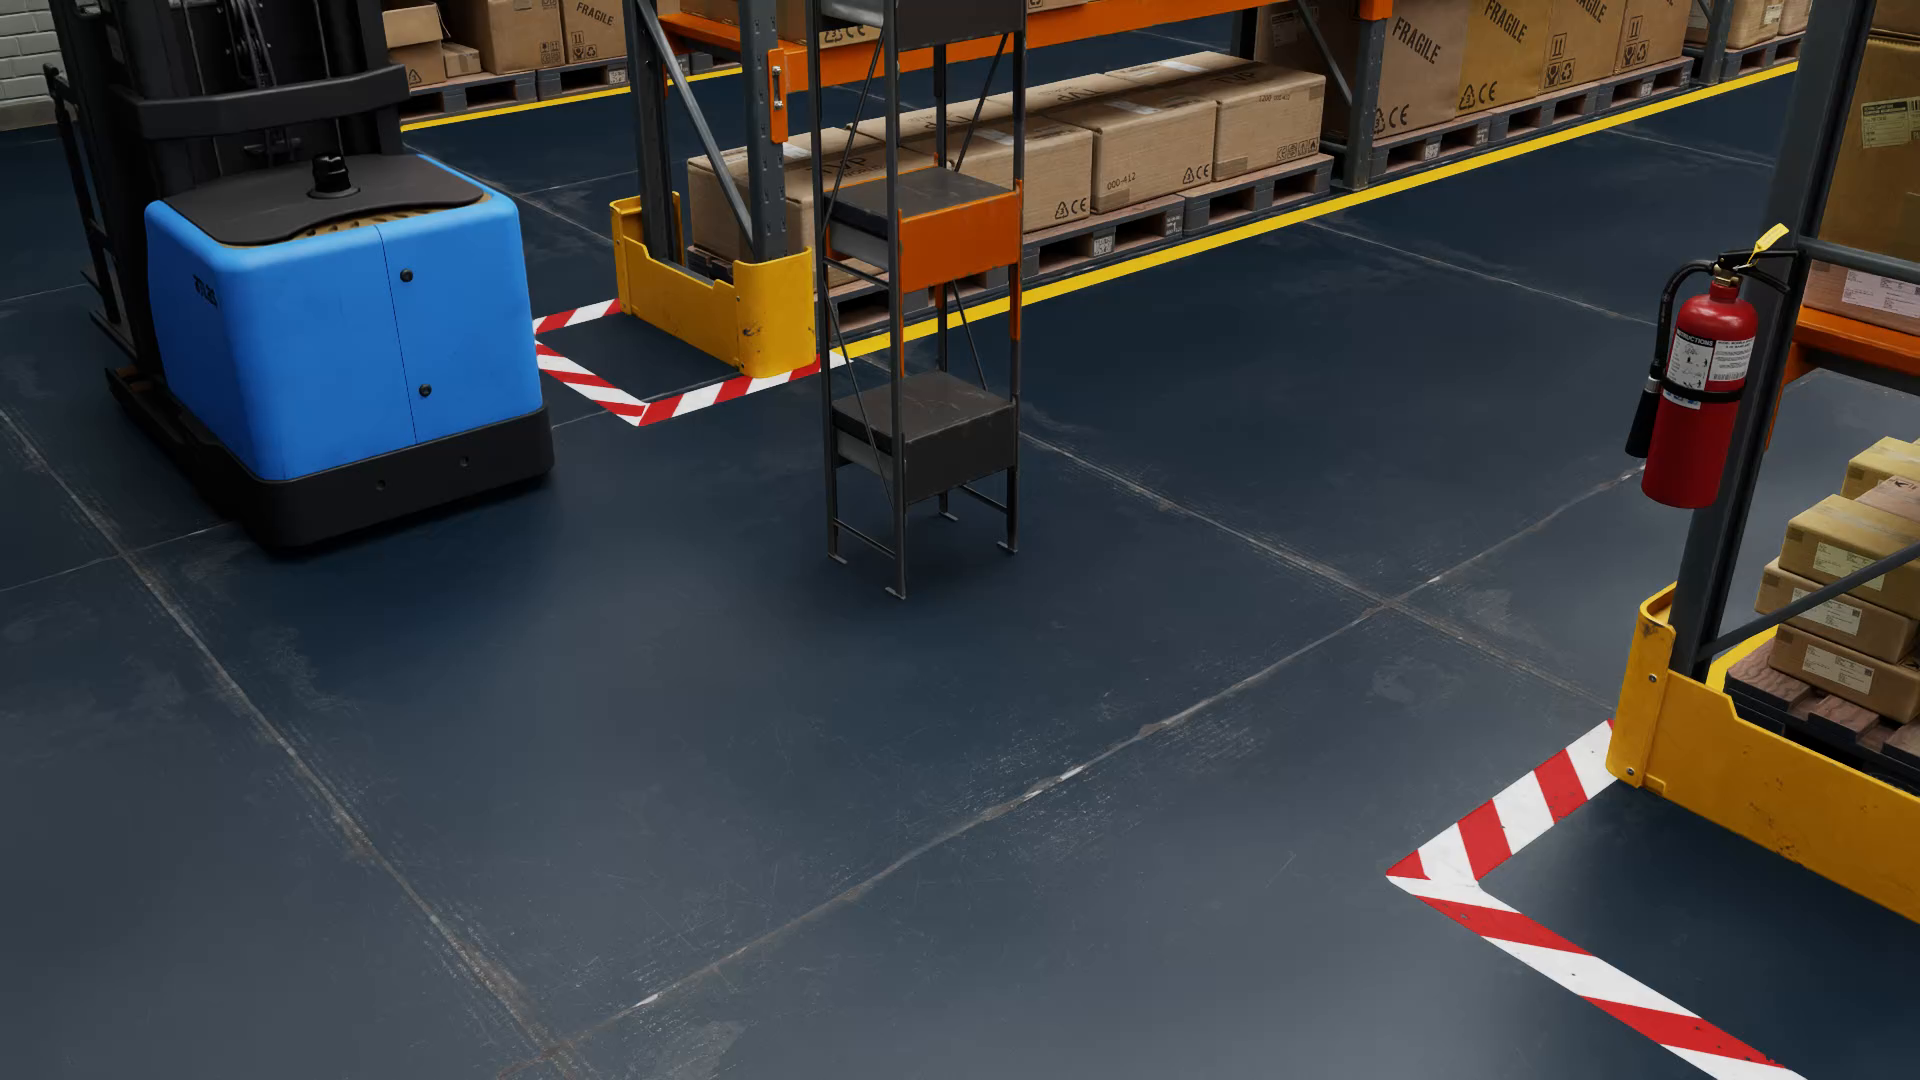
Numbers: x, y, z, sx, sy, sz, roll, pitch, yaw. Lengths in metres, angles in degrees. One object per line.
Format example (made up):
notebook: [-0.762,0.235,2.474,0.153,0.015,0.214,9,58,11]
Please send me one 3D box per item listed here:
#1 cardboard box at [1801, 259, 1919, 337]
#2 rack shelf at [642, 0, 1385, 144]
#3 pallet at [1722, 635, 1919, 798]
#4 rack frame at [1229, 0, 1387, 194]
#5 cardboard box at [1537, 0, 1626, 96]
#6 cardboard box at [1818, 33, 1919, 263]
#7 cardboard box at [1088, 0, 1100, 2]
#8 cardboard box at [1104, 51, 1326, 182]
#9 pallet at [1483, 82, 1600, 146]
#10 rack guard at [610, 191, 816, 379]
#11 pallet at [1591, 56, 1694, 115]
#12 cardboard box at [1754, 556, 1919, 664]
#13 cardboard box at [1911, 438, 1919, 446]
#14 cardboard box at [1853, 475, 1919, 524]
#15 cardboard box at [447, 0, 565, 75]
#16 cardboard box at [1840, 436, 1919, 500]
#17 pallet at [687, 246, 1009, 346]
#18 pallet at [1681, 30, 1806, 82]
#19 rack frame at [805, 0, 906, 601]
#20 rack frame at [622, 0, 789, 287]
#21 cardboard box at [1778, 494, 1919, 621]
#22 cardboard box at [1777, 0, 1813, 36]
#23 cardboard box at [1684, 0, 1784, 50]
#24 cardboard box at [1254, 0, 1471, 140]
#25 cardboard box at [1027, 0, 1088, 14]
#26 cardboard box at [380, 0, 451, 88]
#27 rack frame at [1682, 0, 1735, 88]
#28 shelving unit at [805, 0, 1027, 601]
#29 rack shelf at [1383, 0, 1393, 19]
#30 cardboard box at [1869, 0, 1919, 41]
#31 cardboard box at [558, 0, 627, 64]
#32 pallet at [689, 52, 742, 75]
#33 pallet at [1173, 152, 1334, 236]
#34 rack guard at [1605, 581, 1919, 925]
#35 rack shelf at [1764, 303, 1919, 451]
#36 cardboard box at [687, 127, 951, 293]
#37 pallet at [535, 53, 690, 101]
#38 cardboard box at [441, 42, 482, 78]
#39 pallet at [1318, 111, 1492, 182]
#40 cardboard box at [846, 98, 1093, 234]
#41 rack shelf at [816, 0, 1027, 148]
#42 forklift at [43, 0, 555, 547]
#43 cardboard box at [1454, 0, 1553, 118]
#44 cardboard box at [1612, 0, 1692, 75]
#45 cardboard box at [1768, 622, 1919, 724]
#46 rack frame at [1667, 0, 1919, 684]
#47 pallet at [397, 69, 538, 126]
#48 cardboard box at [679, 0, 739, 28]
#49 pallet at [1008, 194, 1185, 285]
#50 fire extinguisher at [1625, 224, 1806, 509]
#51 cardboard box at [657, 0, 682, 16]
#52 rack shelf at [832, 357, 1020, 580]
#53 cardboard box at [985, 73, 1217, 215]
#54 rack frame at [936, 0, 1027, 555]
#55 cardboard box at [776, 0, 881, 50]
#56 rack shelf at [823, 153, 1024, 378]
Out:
cardboard box: [2.268,-0.607,3.970,0.250,0.149,0.380,-22,35,-35]
rack shelf: [0.435,-2.555,8.112,4.000,0.370,1.077,-22,35,-35]
pallet: [2.902,0.454,4.676,1.213,0.211,1.003,-22,35,-35]
rack frame: [1.956,-3.484,9.087,0.127,3.000,1.000,-22,35,-35]
cardboard box: [3.739,-3.503,10.931,0.875,0.875,0.875,-21,35,-34]
cardboard box: [2.378,-0.922,3.870,0.500,0.500,0.500,-21,35,-34]
cardboard box: [0.600,-2.822,7.741,0.500,0.500,0.500,-21,34,-33]
cardboard box: [1.409,-2.386,9.305,0.875,0.438,0.875,-22,35,-36]
pallet: [3.423,-2.893,10.939,1.213,0.211,1.003,-22,35,-35]
rack guard: [-1.105,-1.151,7.373,0.348,0.500,1.175,-22,35,-35]
pallet: [4.351,-3.264,11.634,1.213,0.211,1.003,-22,35,-35]
cardboard box: [2.419,0.161,4.531,0.250,0.149,0.380,-23,36,-36]
cardboard box: [3.022,-0.197,4.885,0.250,0.149,0.380,-24,36,-37]
cardboard box: [2.670,-0.016,4.545,0.250,0.149,0.380,-21,35,-34]
cardboard box: [-3.109,-3.523,11.366,0.500,0.500,0.700,-20,34,-33]
cardboard box: [2.784,-0.141,4.779,0.250,0.149,0.380,-23,36,-36]
pallet: [-0.529,-1.303,7.965,1.213,0.211,1.003,-22,35,-35]
pallet: [5.595,-3.717,12.481,1.213,0.211,1.003,-22,35,-35]
rack frame: [-0.312,-0.801,5.021,0.015,2.100,0.400,-22,35,-35]
rack frame: [-1.087,-2.261,6.798,0.127,3.000,1.000,-22,35,-35]
cardboard box: [2.441,0.040,4.440,0.250,0.149,0.380,-21,35,-34]
cardboard box: [5.992,-4.132,12.642,0.625,0.372,0.950,-23,36,-36]
cardboard box: [5.436,-3.903,12.214,0.625,0.372,0.950,-25,37,-38]
cardboard box: [2.376,-2.951,9.898,0.875,0.875,0.875,-21,34,-33]
cardboard box: [0.230,-2.662,7.444,0.500,0.500,0.500,-22,35,-35]
cardboard box: [-3.784,-3.277,10.902,0.637,0.503,0.797,-24,36,-37]
rack frame: [4.999,-4.708,11.377,0.127,3.000,1.000,-22,35,-35]
shelving unit: [-0.126,-0.875,5.160,0.503,2.100,0.431,-22,35,-35]
rack shelf: [3.478,-3.779,10.402,4.000,0.370,1.077,-22,35,-35]
cardboard box: [2.390,-1.362,3.634,0.500,0.500,0.500,-23,36,-36]
cardboard box: [-2.642,-3.649,11.601,0.500,0.500,0.500,-21,35,-34]
pallet: [-1.791,-3.823,12.680,1.213,0.211,1.003,-22,35,-35]
pallet: [1.327,-2.050,9.362,1.213,0.211,1.003,-22,35,-35]
rack guard: [2.261,0.563,4.167,0.348,0.500,1.175,-22,35,-35]
rack shelf: [3.725,-0.811,4.849,4.000,0.370,1.077,-22,35,-35]
cardboard box: [-0.649,-1.554,7.747,0.875,0.438,0.875,-23,36,-37]
pallet: [-2.720,-3.448,11.978,1.213,0.211,1.003,-22,35,-35]
cardboard box: [-3.436,-3.236,11.202,0.250,0.149,0.380,-24,36,-37]
pallet: [2.494,-2.517,10.237,1.213,0.211,1.003,-22,35,-35]
cardboard box: [0.041,-1.837,8.277,0.875,0.438,0.875,-21,34,-34]
rack shelf: [-0.126,-1.481,4.837,0.480,0.518,0.431,-22,35,-35]
forklift: [-2.810,-1.895,6.186,1.130,2.935,3.031,-21,35,-34]
cardboard box: [3.058,-3.230,10.420,0.875,0.875,0.875,-21,34,-34]
cardboard box: [4.420,-3.775,11.439,0.875,0.875,0.875,-22,35,-35]
cardboard box: [2.468,0.320,4.548,0.250,0.149,0.380,-21,35,-34]
rack frame: [2.203,-0.517,3.534,0.127,3.000,1.000,-22,35,-35]
pallet: [-3.647,-3.077,11.284,1.213,0.211,1.003,-22,35,-35]
cardboard box: [-0.892,-2.547,7.228,0.500,0.500,0.500,-22,35,-35]
pallet: [0.398,-1.675,8.660,1.213,0.211,1.003,-22,35,-35]
fire extinguisher: [1.712,-0.406,3.806,0.183,0.674,0.296,-22,35,-35]
cardboard box: [-2.319,-3.840,11.960,0.500,0.500,0.700,-23,36,-37]
rack shelf: [-0.126,-0.246,5.497,0.480,0.518,0.431,-22,35,-35]
cardboard box: [0.728,-2.112,8.792,0.875,0.438,0.875,-23,36,-36]
rack frame: [0.060,-0.950,5.300,0.015,2.100,0.400,-22,35,-35]
cardboard box: [-0.535,-2.349,6.856,0.500,0.500,0.500,-22,35,-35]
rack shelf: [-0.126,-0.863,5.167,0.480,0.518,0.431,-22,35,-35]
